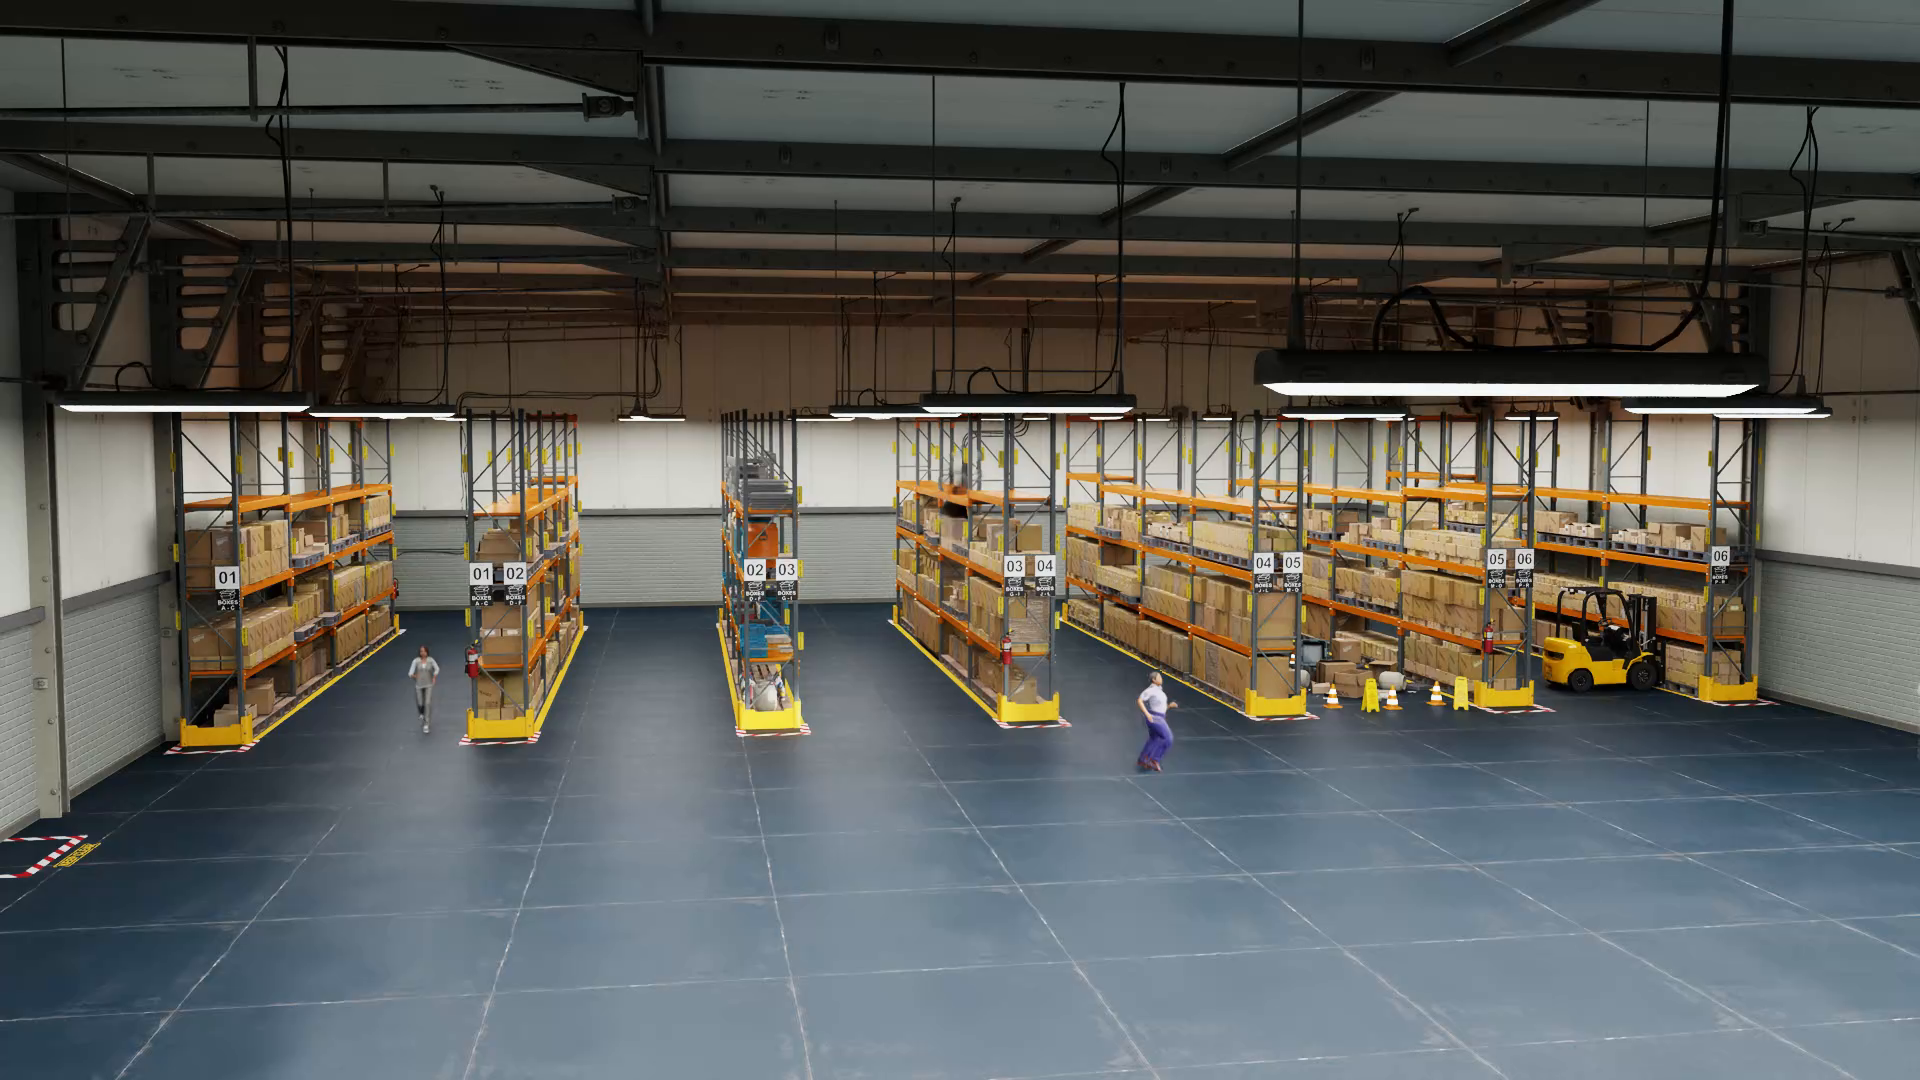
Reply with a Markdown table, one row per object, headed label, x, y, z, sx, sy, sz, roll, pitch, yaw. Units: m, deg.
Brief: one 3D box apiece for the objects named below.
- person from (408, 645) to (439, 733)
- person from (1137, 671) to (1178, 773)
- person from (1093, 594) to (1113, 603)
| label | x | y | z | sx | sy | sz | roll | pitch | yaw |
| --- | --- | --- | --- | --- | --- | --- | --- | --- | --- |
| person | -9.984 | 2.747 | 30.975 | 0.541 | 1.574 | 0.867 | -1 | 4 | -16 |
| person | 3.247 | 2.995 | 27.430 | 0.681 | 1.660 | 0.577 | 1 | 4 | 16 |
| person | 4.256 | 1.385 | 49.833 | 0.759 | 1.719 | 0.929 | 2 | 4 | 27 |
